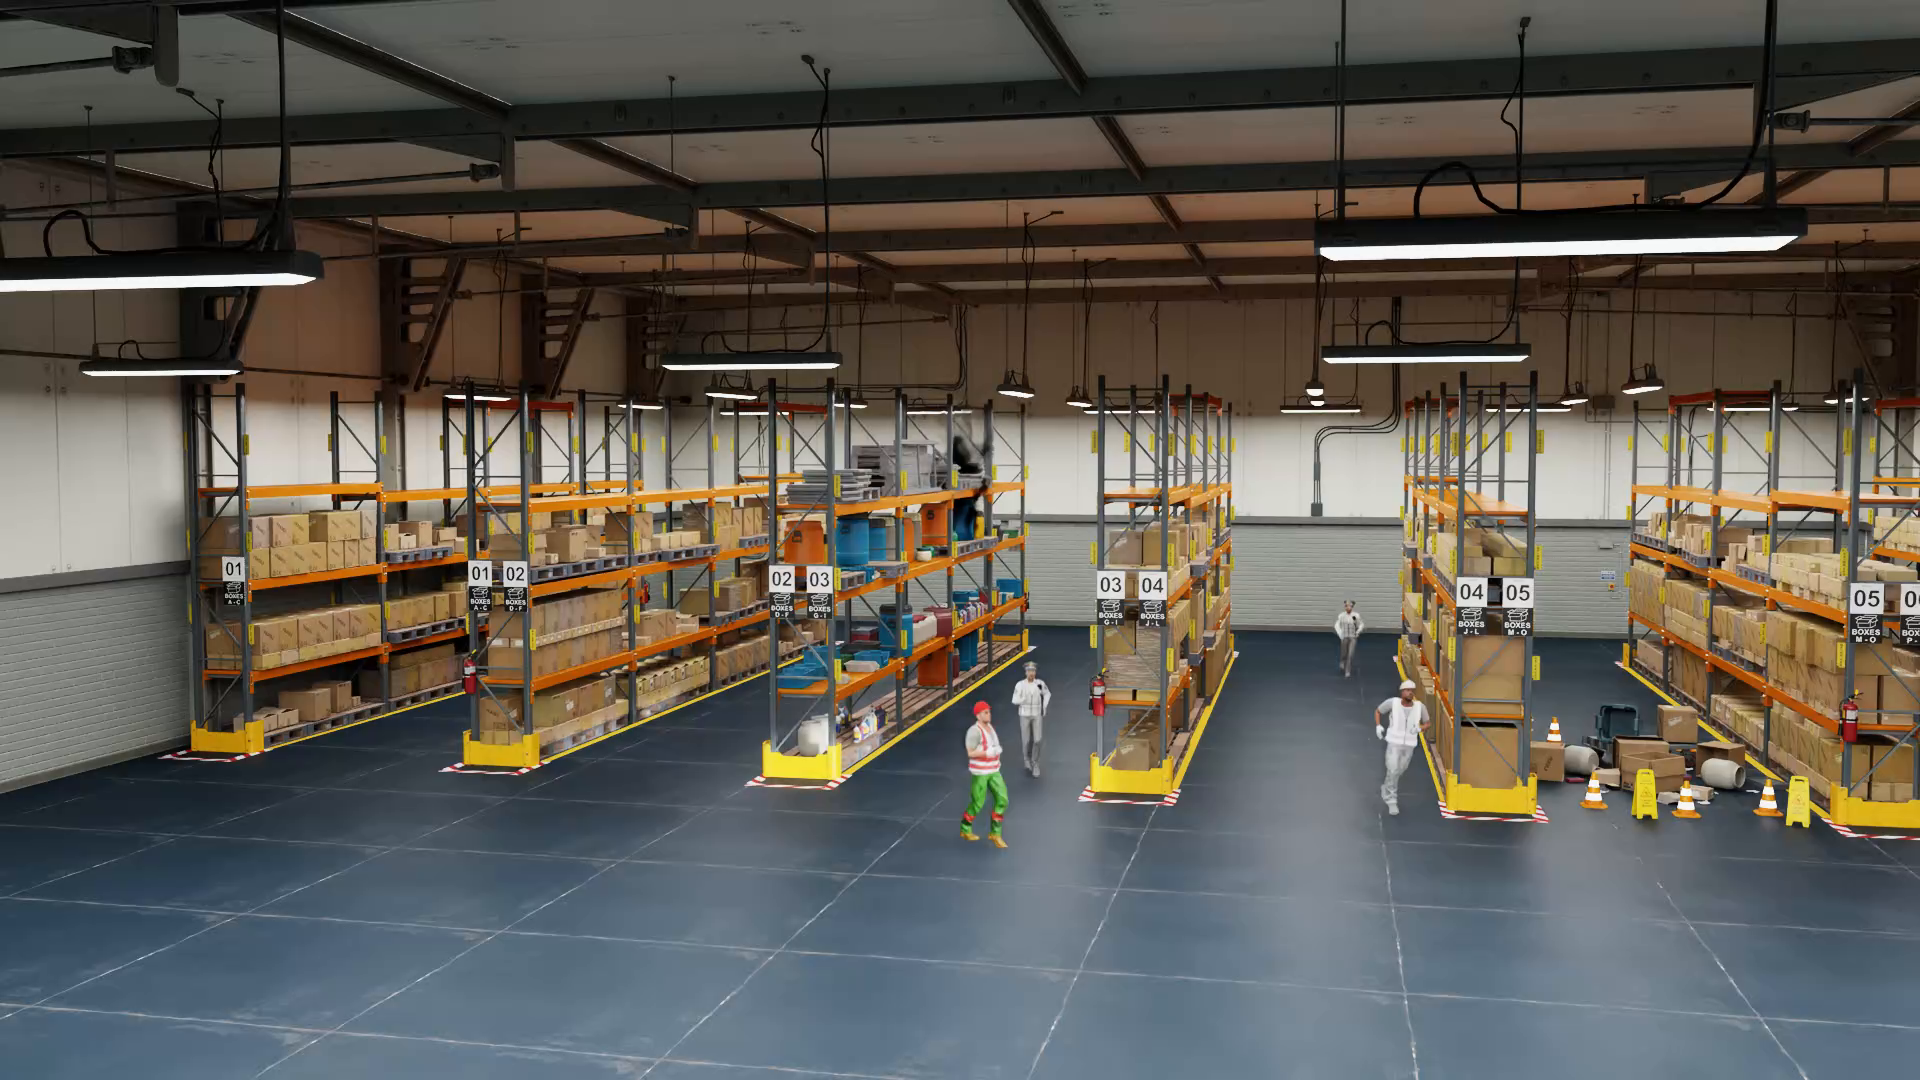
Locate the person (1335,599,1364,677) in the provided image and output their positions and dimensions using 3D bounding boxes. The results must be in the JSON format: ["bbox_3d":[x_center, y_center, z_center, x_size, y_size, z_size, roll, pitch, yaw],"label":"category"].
[{"bbox_3d":[8.460,2.119,36.100,0.618,1.678,0.553,1,3,15],"label":"person"}]

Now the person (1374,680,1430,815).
[{"bbox_3d":[6.064,2.788,22.738,0.730,1.762,1.024,0,3,0],"label":"person"}]

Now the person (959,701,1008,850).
[{"bbox_3d":[0.308,2.920,20.663,0.736,1.836,0.632,3,4,42],"label":"person"}]

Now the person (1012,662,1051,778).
[{"bbox_3d":[1.086,2.714,25.254,0.593,1.750,0.697,0,3,1],"label":"person"}]
